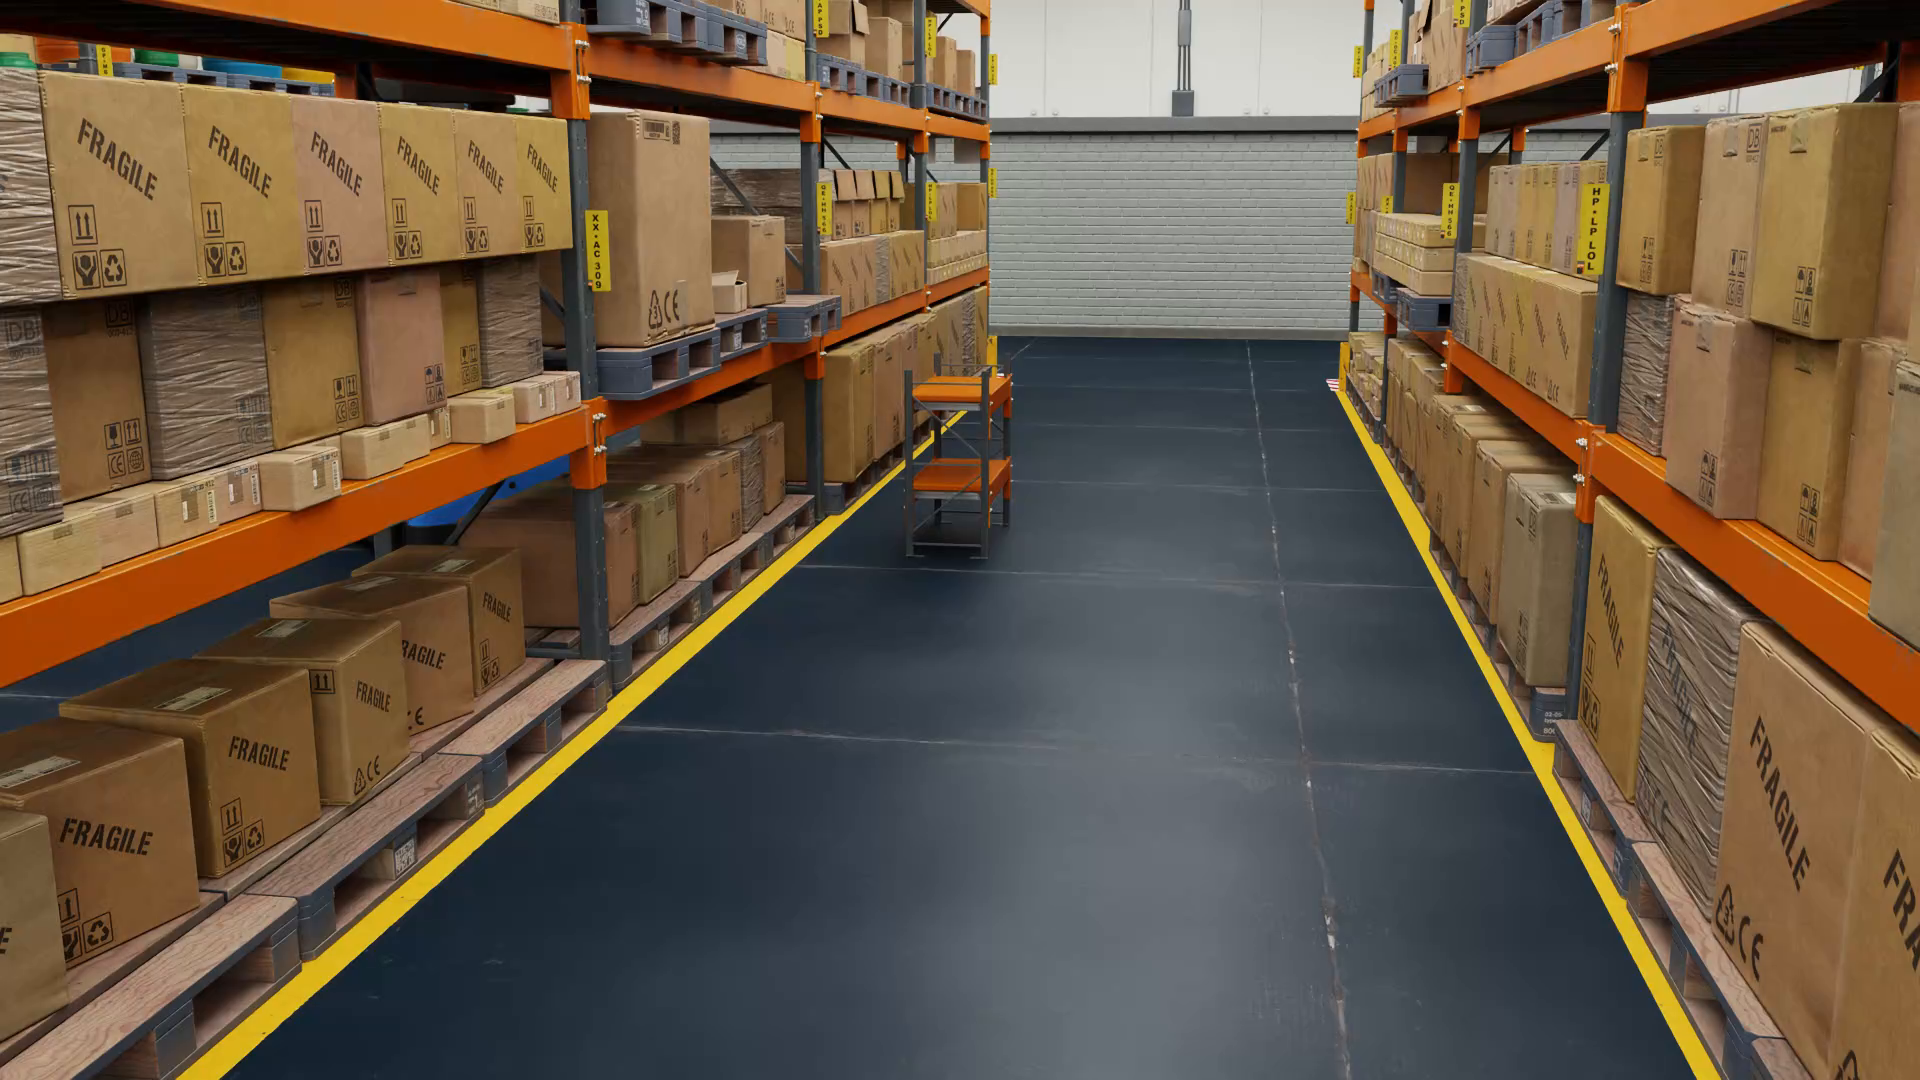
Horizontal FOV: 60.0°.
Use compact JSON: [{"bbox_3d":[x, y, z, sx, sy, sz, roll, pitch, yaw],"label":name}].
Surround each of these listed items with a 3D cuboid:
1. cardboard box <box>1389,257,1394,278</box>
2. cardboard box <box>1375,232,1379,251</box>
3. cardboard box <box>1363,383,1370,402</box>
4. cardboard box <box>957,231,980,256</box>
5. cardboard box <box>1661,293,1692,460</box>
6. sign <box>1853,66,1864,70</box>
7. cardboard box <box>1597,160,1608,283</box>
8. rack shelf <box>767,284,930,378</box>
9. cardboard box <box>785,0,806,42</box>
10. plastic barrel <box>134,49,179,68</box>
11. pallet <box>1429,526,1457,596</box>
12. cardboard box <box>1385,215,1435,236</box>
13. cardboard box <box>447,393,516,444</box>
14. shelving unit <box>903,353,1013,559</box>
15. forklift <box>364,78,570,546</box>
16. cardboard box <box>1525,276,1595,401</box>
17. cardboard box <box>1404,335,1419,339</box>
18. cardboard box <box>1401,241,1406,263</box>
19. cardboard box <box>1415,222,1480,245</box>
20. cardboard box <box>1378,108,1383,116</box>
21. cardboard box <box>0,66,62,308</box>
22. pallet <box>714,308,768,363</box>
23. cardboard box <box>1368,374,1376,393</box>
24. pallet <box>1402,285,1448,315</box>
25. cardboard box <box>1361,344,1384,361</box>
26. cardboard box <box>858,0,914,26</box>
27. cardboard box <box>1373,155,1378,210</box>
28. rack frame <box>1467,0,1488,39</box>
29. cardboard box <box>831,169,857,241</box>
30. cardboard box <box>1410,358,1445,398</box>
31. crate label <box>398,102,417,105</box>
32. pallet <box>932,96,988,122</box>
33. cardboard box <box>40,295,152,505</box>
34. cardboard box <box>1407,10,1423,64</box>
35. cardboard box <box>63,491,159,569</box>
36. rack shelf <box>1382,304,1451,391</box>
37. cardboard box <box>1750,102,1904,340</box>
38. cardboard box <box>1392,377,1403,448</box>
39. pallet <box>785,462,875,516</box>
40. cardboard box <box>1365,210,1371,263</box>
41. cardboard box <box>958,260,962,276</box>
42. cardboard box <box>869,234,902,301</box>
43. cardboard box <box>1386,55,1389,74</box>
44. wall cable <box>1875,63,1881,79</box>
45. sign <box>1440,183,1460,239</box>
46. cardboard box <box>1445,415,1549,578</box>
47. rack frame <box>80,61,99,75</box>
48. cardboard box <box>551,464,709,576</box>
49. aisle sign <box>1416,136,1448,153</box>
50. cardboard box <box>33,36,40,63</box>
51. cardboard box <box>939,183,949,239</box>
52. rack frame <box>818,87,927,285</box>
[{"bbox_3d":[3.381,-2.004,12.272,0.380,0.149,0.250,2,12,8],"label":"cardboard box"},{"bbox_3d":[3.576,-2.422,13.503,0.380,0.149,0.250,2,12,10],"label":"cardboard box"},{"bbox_3d":[3.974,-1.381,15.549,0.380,0.149,0.250,2,12,9],"label":"cardboard box"},{"bbox_3d":[-0.070,-3.132,17.557,0.500,0.250,0.500,2,12,8],"label":"cardboard box"},{"bbox_3d":[2.754,-0.476,5.227,0.875,0.550,0.550,2,12,9],"label":"cardboard box"},{"bbox_3d":[9.066,-4.906,16.753,0.100,0.325,0.005,2,12,9],"label":"sign"},{"bbox_3d":[2.932,-1.237,6.501,0.700,0.500,0.500,2,12,8],"label":"cardboard box"},{"bbox_3d":[-1.102,-1.674,12.851,1.077,0.370,4.000,2,12,9],"label":"rack shelf"},{"bbox_3d":[-1.235,-3.262,9.965,0.500,0.500,0.500,2,12,10],"label":"cardboard box"},{"bbox_3d":[-5.913,-3.579,12.233,0.294,0.245,0.294,0,12,0],"label":"plastic barrel"},{"bbox_3d":[3.281,0.097,9.543,1.003,0.211,1.213,2,12,9],"label":"pallet"},{"bbox_3d":[3.457,-2.404,12.713,0.380,0.149,0.250,2,12,8],"label":"cardboard box"},{"bbox_3d":[-1.841,-0.443,6.023,0.380,0.149,0.250,2,12,9],"label":"cardboard box"},{"bbox_3d":[0.001,-0.551,10.381,0.538,1.125,1.048,2,12,9],"label":"shelving unit"},{"bbox_3d":[-3.443,-1.520,10.590,1.130,2.935,3.031,-8,14,-32],"label":"forklift"},{"bbox_3d":[2.755,-0.867,7.158,0.500,0.500,0.500,2,12,8],"label":"cardboard box"},{"bbox_3d":[4.780,-2.027,17.137,0.380,0.149,0.250,2,12,10],"label":"cardboard box"},{"bbox_3d":[3.259,-1.988,11.491,0.380,0.149,0.250,2,12,8],"label":"cardboard box"},{"bbox_3d":[3.140,-1.970,10.704,0.380,0.149,0.250,2,12,8],"label":"cardboard box"},{"bbox_3d":[4.066,-3.974,15.049,0.500,0.250,0.500,2,12,8],"label":"cardboard box"},{"bbox_3d":[-2.286,-0.733,3.459,0.500,0.500,0.500,2,12,9],"label":"cardboard box"},{"bbox_3d":[-1.673,-1.103,8.945,1.003,0.211,1.213,2,12,9],"label":"pallet"},{"bbox_3d":[3.879,-1.407,14.965,0.380,0.149,0.250,1,12,7],"label":"cardboard box"},{"bbox_3d":[3.740,-1.748,11.938,1.003,0.211,1.213,2,12,9],"label":"pallet"},{"bbox_3d":[4.108,-1.823,16.191,0.380,0.149,0.250,2,12,10],"label":"cardboard box"},{"bbox_3d":[-0.643,-4.774,15.154,0.500,0.250,0.500,1,12,5],"label":"cardboard box"},{"bbox_3d":[4.063,-3.264,15.203,0.500,0.500,0.500,2,12,10],"label":"cardboard box"},{"bbox_3d":[3.476,-4.361,9.368,1.000,3.000,0.127,2,12,9],"label":"rack frame"},{"bbox_3d":[-1.178,-2.436,12.060,0.797,0.503,0.637,2,12,10],"label":"cardboard box"},{"bbox_3d":[3.483,-1.140,11.818,0.500,0.250,0.500,2,12,10],"label":"cardboard box"},{"bbox_3d":[-5.327,-4.033,15.592,0.293,0.136,0.466,2,12,9],"label":"crate label"},{"bbox_3d":[-0.283,-4.543,17.546,1.003,0.211,1.213,2,12,9],"label":"pallet"},{"bbox_3d":[-2.569,-0.360,4.102,0.875,0.500,0.500,2,12,9],"label":"cardboard box"},{"bbox_3d":[3.925,-3.906,13.143,0.700,0.500,0.500,2,12,9],"label":"cardboard box"},{"bbox_3d":[-2.231,-0.029,4.104,0.380,0.149,0.250,2,12,9],"label":"cardboard box"},{"bbox_3d":[3.784,-1.493,12.007,1.077,0.370,4.000,2,12,9],"label":"rack shelf"},{"bbox_3d":[2.508,-0.784,4.093,0.875,0.550,0.500,2,12,9],"label":"cardboard box"},{"bbox_3d":[3.636,-0.989,12.897,0.500,0.500,0.500,2,12,11],"label":"cardboard box"},{"bbox_3d":[-1.213,-0.408,11.887,1.003,0.211,1.213,2,12,9],"label":"pallet"},{"bbox_3d":[4.147,-2.883,15.808,0.500,0.500,0.500,2,12,7],"label":"cardboard box"},{"bbox_3d":[-0.182,-2.695,16.475,0.380,0.149,0.250,2,12,7],"label":"cardboard box"},{"bbox_3d":[-0.752,-2.173,13.221,0.500,0.500,0.500,2,12,8],"label":"cardboard box"},{"bbox_3d":[4.003,-4.110,14.496,0.500,0.250,0.500,1,12,6],"label":"cardboard box"},{"bbox_3d":[10.953,-7.055,21.870,2.355,3.000,0.029,2,12,9],"label":"wall cable"},{"bbox_3d":[2.939,-1.971,9.959,0.100,0.325,0.005,2,12,9],"label":"sign"},{"bbox_3d":[3.163,-0.228,8.773,1.050,0.750,0.750,2,12,10],"label":"cardboard box"},{"bbox_3d":[-6.303,-1.770,11.588,1.000,3.000,0.127,2,12,9],"label":"rack frame"},{"bbox_3d":[-1.731,-0.113,8.785,0.700,0.500,0.500,1,12,4],"label":"cardboard box"},{"bbox_3d":[5.014,-4.370,17.479,0.394,0.787,0.004,2,12,9],"label":"aisle sign"},{"bbox_3d":[-10.161,-5.285,18.164,0.700,0.500,0.500,2,12,9],"label":"cardboard box"},{"bbox_3d":[-0.384,-3.075,15.511,0.500,0.500,0.500,2,12,9],"label":"cardboard box"},{"bbox_3d":[-0.794,-2.442,14.707,1.000,3.000,0.127,2,12,9],"label":"rack frame"}]
